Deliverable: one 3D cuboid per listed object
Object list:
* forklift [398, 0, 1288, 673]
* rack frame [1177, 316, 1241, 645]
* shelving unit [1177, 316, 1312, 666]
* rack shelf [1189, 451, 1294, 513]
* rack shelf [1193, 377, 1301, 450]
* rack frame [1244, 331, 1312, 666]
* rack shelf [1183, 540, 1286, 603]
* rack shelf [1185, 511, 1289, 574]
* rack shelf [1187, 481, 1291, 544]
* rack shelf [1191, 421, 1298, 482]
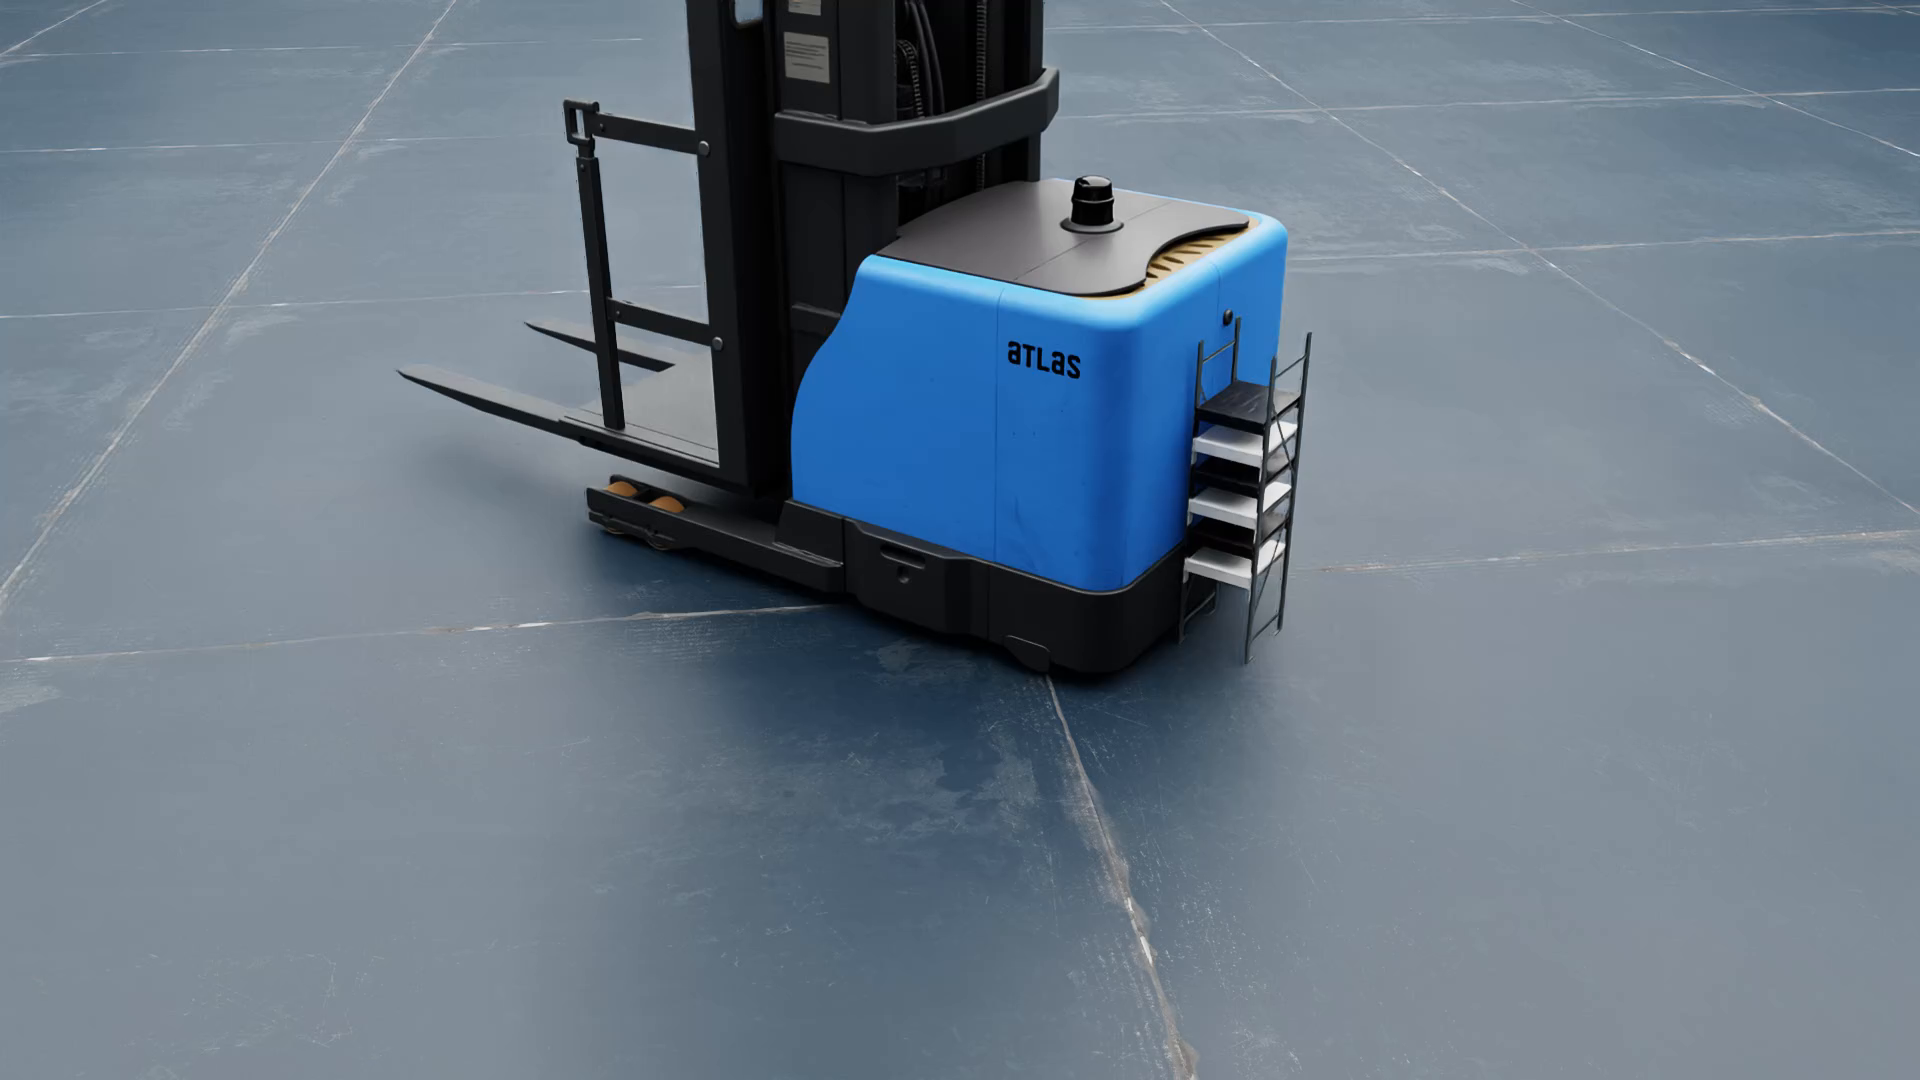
[{"bbox_3d":[-0.571,-1.452,4.870,3.031,2.935,1.130,17,32,30],"label":"forklift"},{"bbox_3d":[0.682,-0.152,4.561,0.006,0.900,0.240,17,32,30],"label":"rack frame"},{"bbox_3d":[0.766,-0.126,4.510,0.210,0.900,0.258,17,32,30],"label":"shelving unit"},{"bbox_3d":[0.766,-0.177,4.485,0.200,0.077,0.258,17,32,30],"label":"rack shelf"},{"bbox_3d":[0.766,-0.337,4.402,0.200,0.077,0.258,17,32,30],"label":"rack shelf"},{"bbox_3d":[0.850,-0.100,4.460,0.006,0.900,0.240,17,32,30],"label":"rack frame"},{"bbox_3d":[0.766,0.063,4.608,0.200,0.077,0.258,17,32,30],"label":"rack shelf"},{"bbox_3d":[0.766,-0.017,4.567,0.200,0.077,0.258,17,32,30],"label":"rack shelf"},{"bbox_3d":[0.766,-0.097,4.526,0.200,0.077,0.258,17,32,30],"label":"rack shelf"},{"bbox_3d":[0.766,-0.257,4.443,0.200,0.077,0.258,17,32,30],"label":"rack shelf"}]
